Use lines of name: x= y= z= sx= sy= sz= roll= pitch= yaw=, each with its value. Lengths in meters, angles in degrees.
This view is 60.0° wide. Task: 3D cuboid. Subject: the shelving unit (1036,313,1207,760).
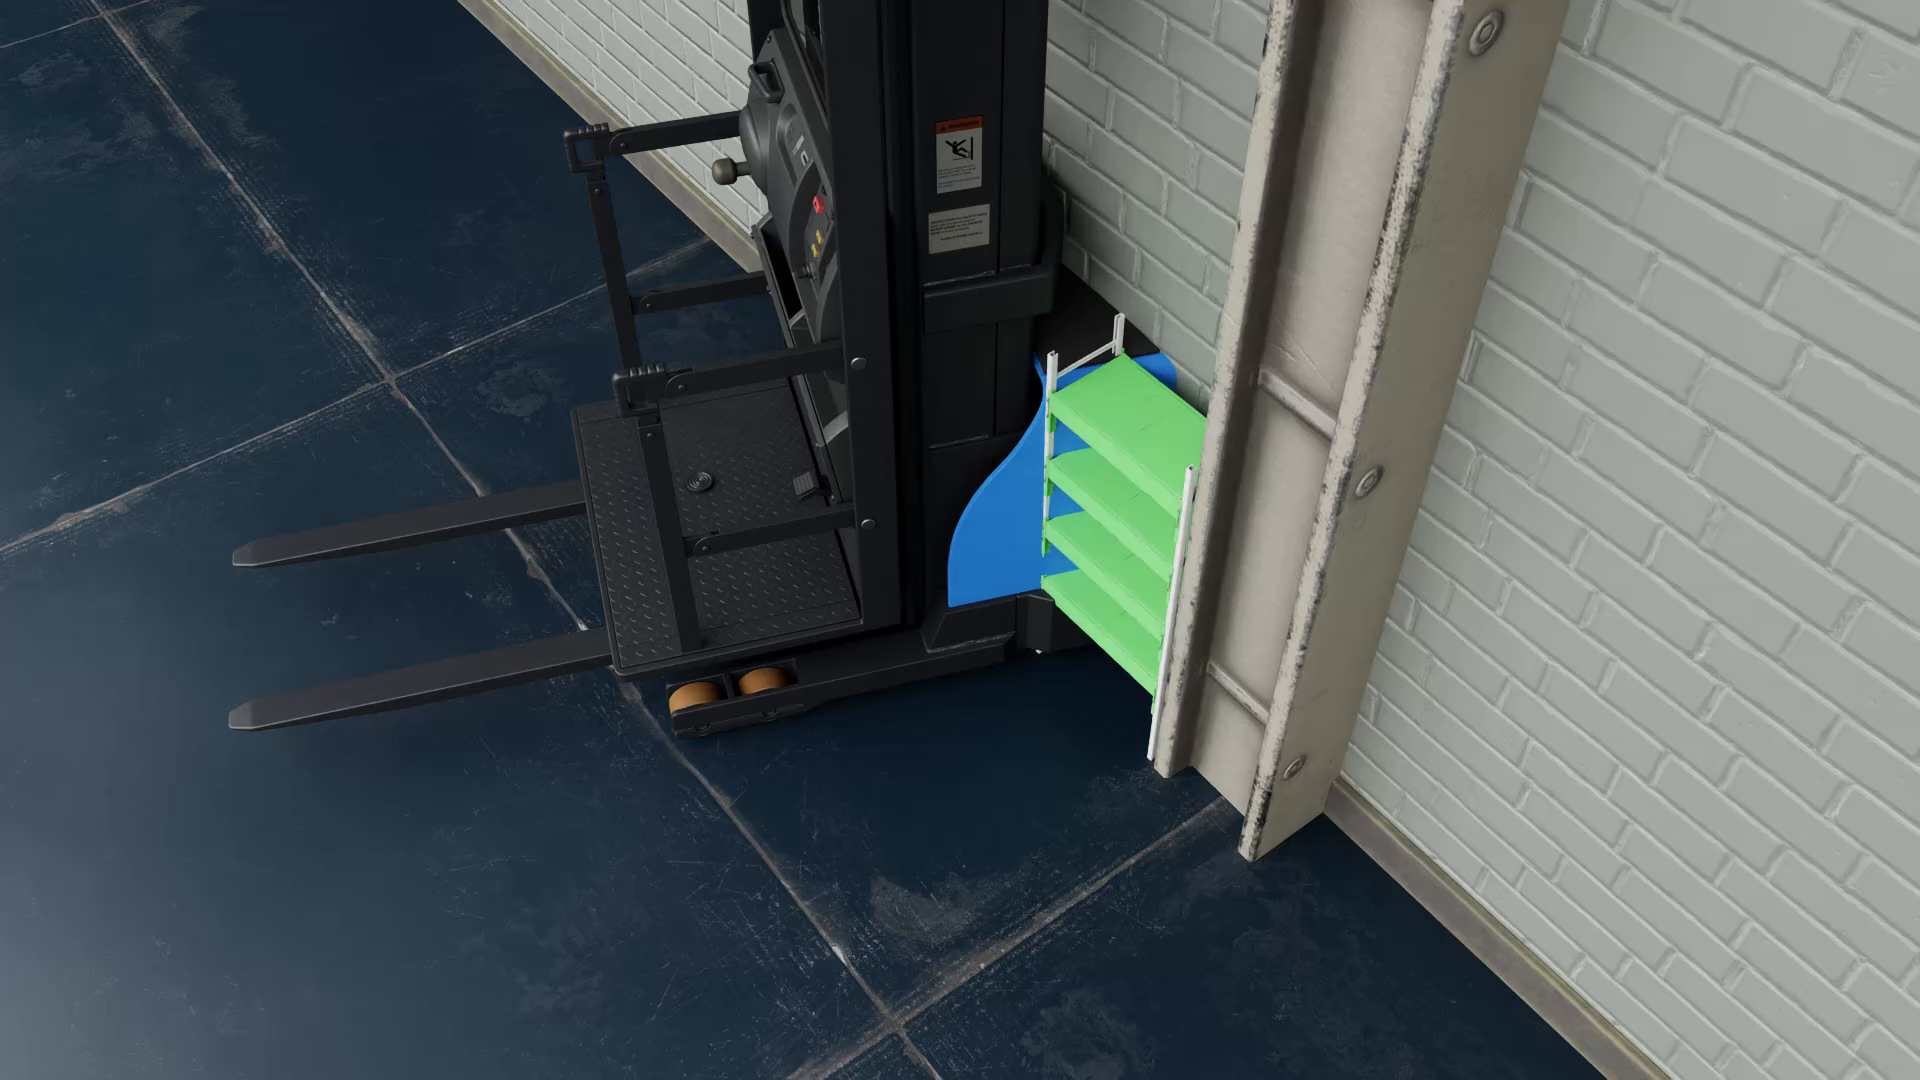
shelving unit: x=0.469 y=0.030 z=4.415 sx=0.258 sy=1.200 sz=0.503 roll=-31 pitch=56 yaw=-23

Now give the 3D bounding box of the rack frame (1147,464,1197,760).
rack frame: x=0.621 y=0.175 z=4.290 sx=0.240 sy=1.200 sz=0.015 roll=-31 pitch=56 yaw=-23

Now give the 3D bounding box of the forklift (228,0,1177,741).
forklift: x=-0.603 y=-0.861 z=4.053 sx=3.031 sy=2.935 sz=1.130 roll=-12 pitch=49 yaw=-10

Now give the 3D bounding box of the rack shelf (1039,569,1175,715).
rack shelf: x=0.473 y=0.228 z=4.646 sx=0.258 sy=0.148 sz=0.480 roll=-31 pitch=56 yaw=-23

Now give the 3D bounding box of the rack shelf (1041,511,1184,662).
rack shelf: x=0.470 y=0.072 z=4.464 sx=0.258 sy=0.148 sz=0.480 roll=-31 pitch=56 yaw=-23

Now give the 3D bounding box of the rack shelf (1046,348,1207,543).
rack shelf: x=0.465 y=-0.241 z=4.100 sx=0.258 sy=0.148 sz=0.480 roll=-31 pitch=56 yaw=-23

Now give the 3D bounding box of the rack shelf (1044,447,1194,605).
rack shelf: x=0.468 y=-0.084 z=4.282 sx=0.258 sy=0.148 sz=0.480 roll=-31 pitch=56 yaw=-23

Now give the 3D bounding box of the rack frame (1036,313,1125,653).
rack frame: x=0.318 y=-0.114 z=4.541 sx=0.240 sy=1.200 sz=0.015 roll=-31 pitch=56 yaw=-23
